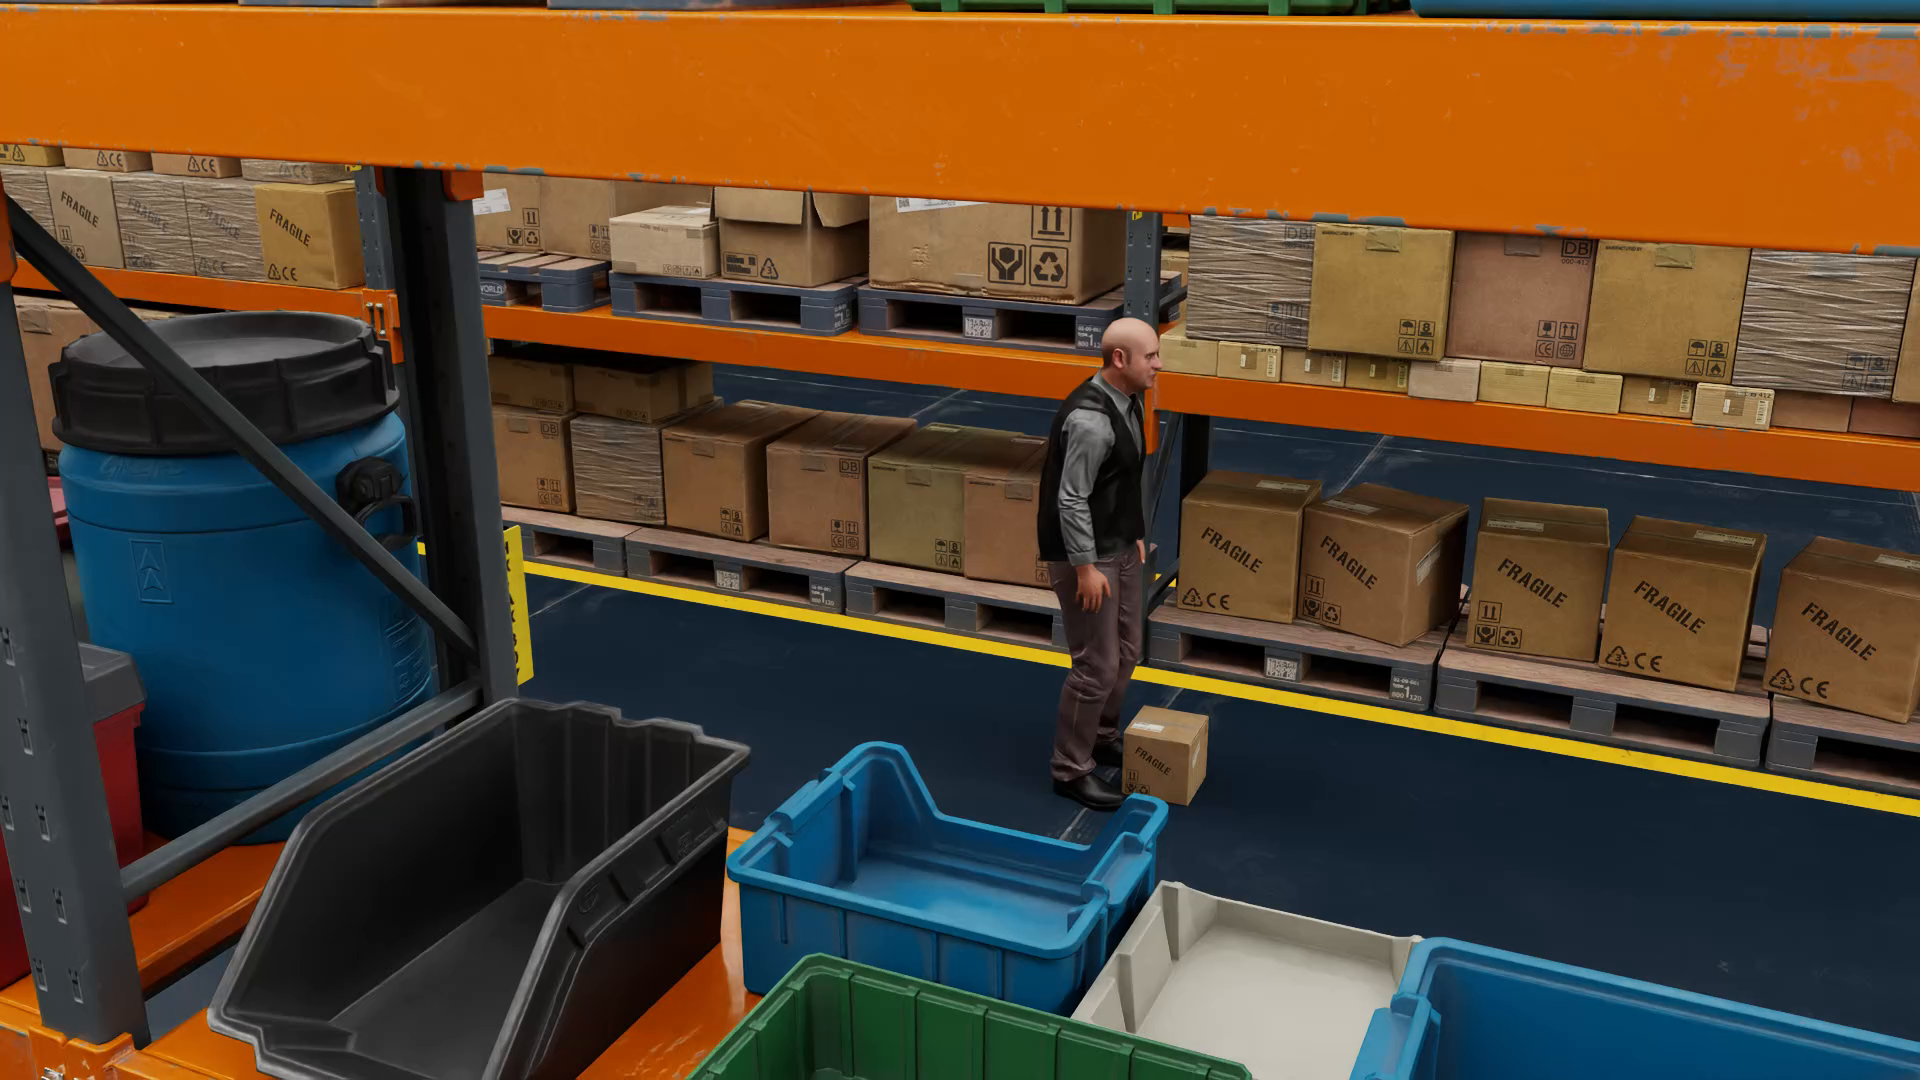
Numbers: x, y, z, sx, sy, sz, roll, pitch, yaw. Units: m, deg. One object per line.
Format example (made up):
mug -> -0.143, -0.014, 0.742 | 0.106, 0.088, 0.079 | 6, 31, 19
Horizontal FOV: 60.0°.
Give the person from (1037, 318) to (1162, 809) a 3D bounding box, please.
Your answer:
person -> 0.492, 0.055, 5.942 | 0.412, 1.721, 0.584 | 8, 20, 22
